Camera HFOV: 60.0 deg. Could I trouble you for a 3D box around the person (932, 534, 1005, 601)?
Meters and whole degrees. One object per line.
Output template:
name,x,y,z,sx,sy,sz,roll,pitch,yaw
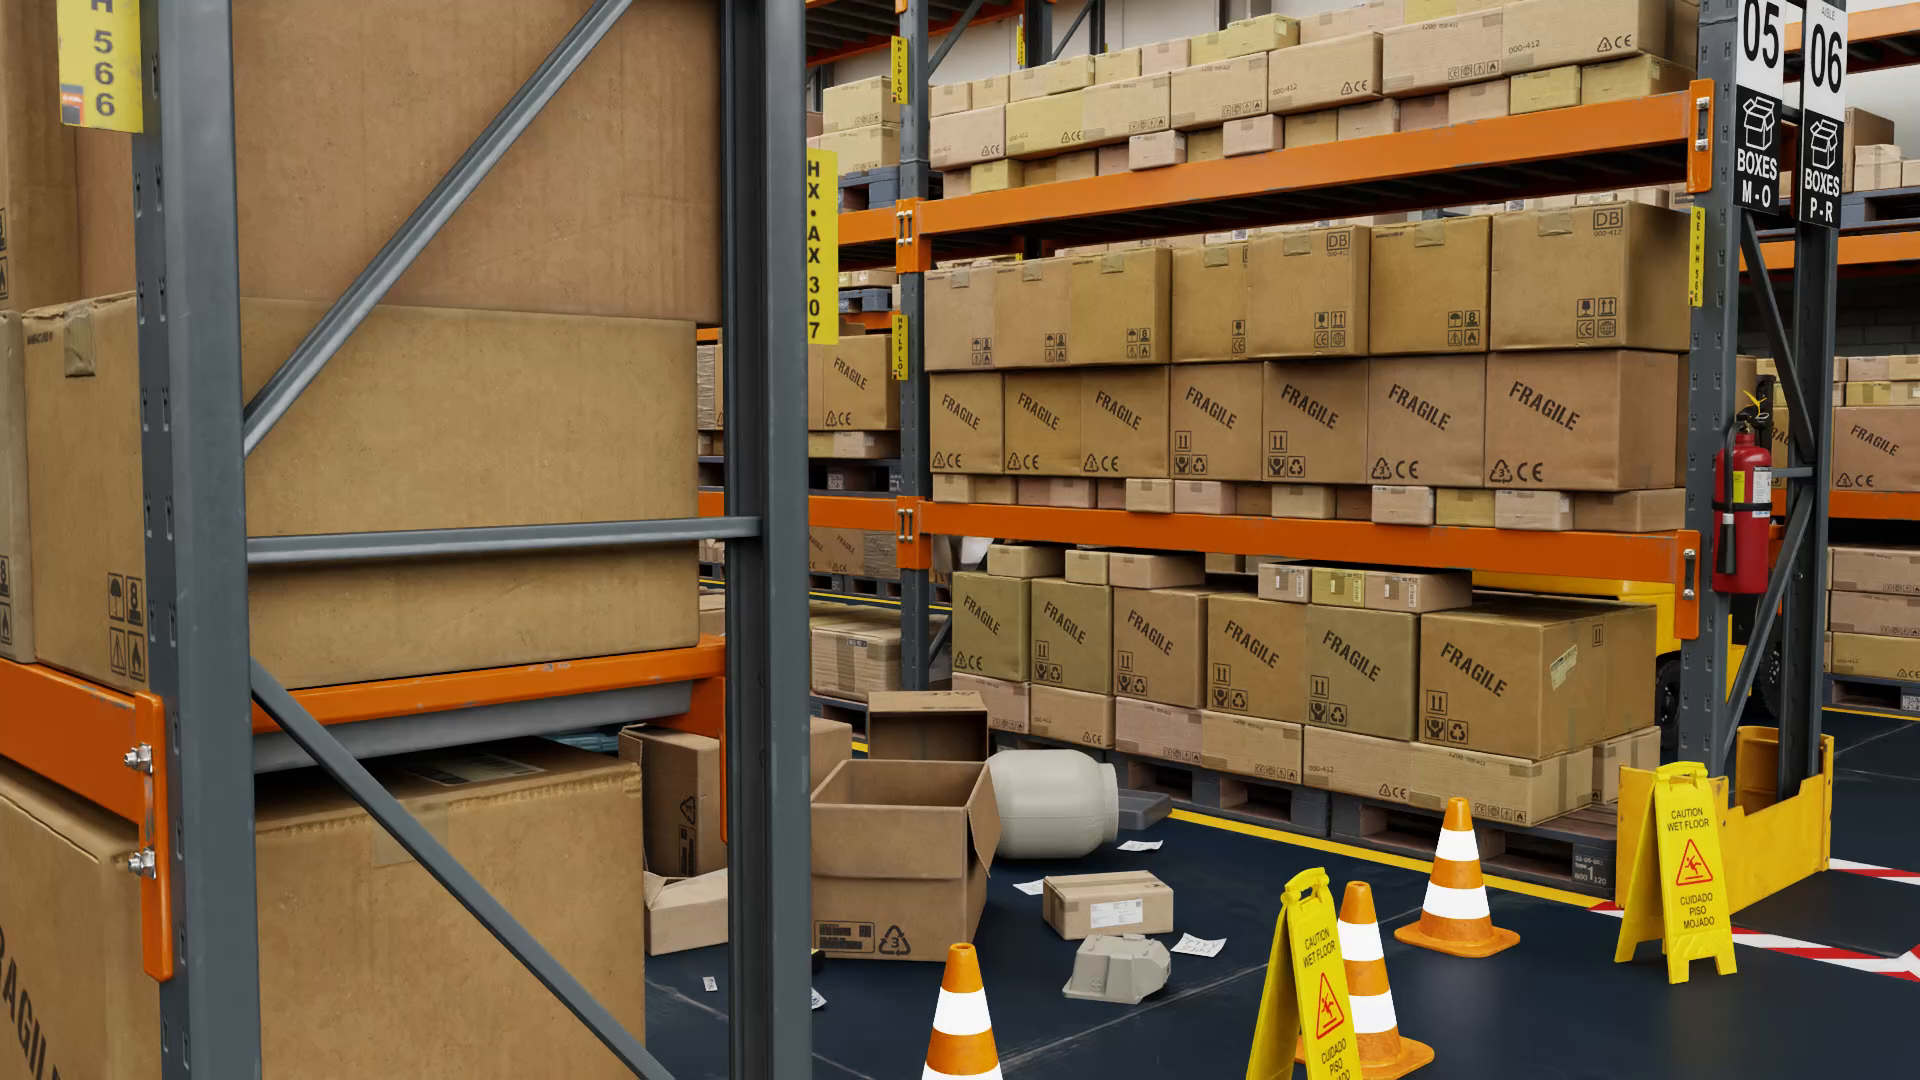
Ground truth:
person,-0.037,0.001,11.743,0.629,1.786,0.774,2,4,27
